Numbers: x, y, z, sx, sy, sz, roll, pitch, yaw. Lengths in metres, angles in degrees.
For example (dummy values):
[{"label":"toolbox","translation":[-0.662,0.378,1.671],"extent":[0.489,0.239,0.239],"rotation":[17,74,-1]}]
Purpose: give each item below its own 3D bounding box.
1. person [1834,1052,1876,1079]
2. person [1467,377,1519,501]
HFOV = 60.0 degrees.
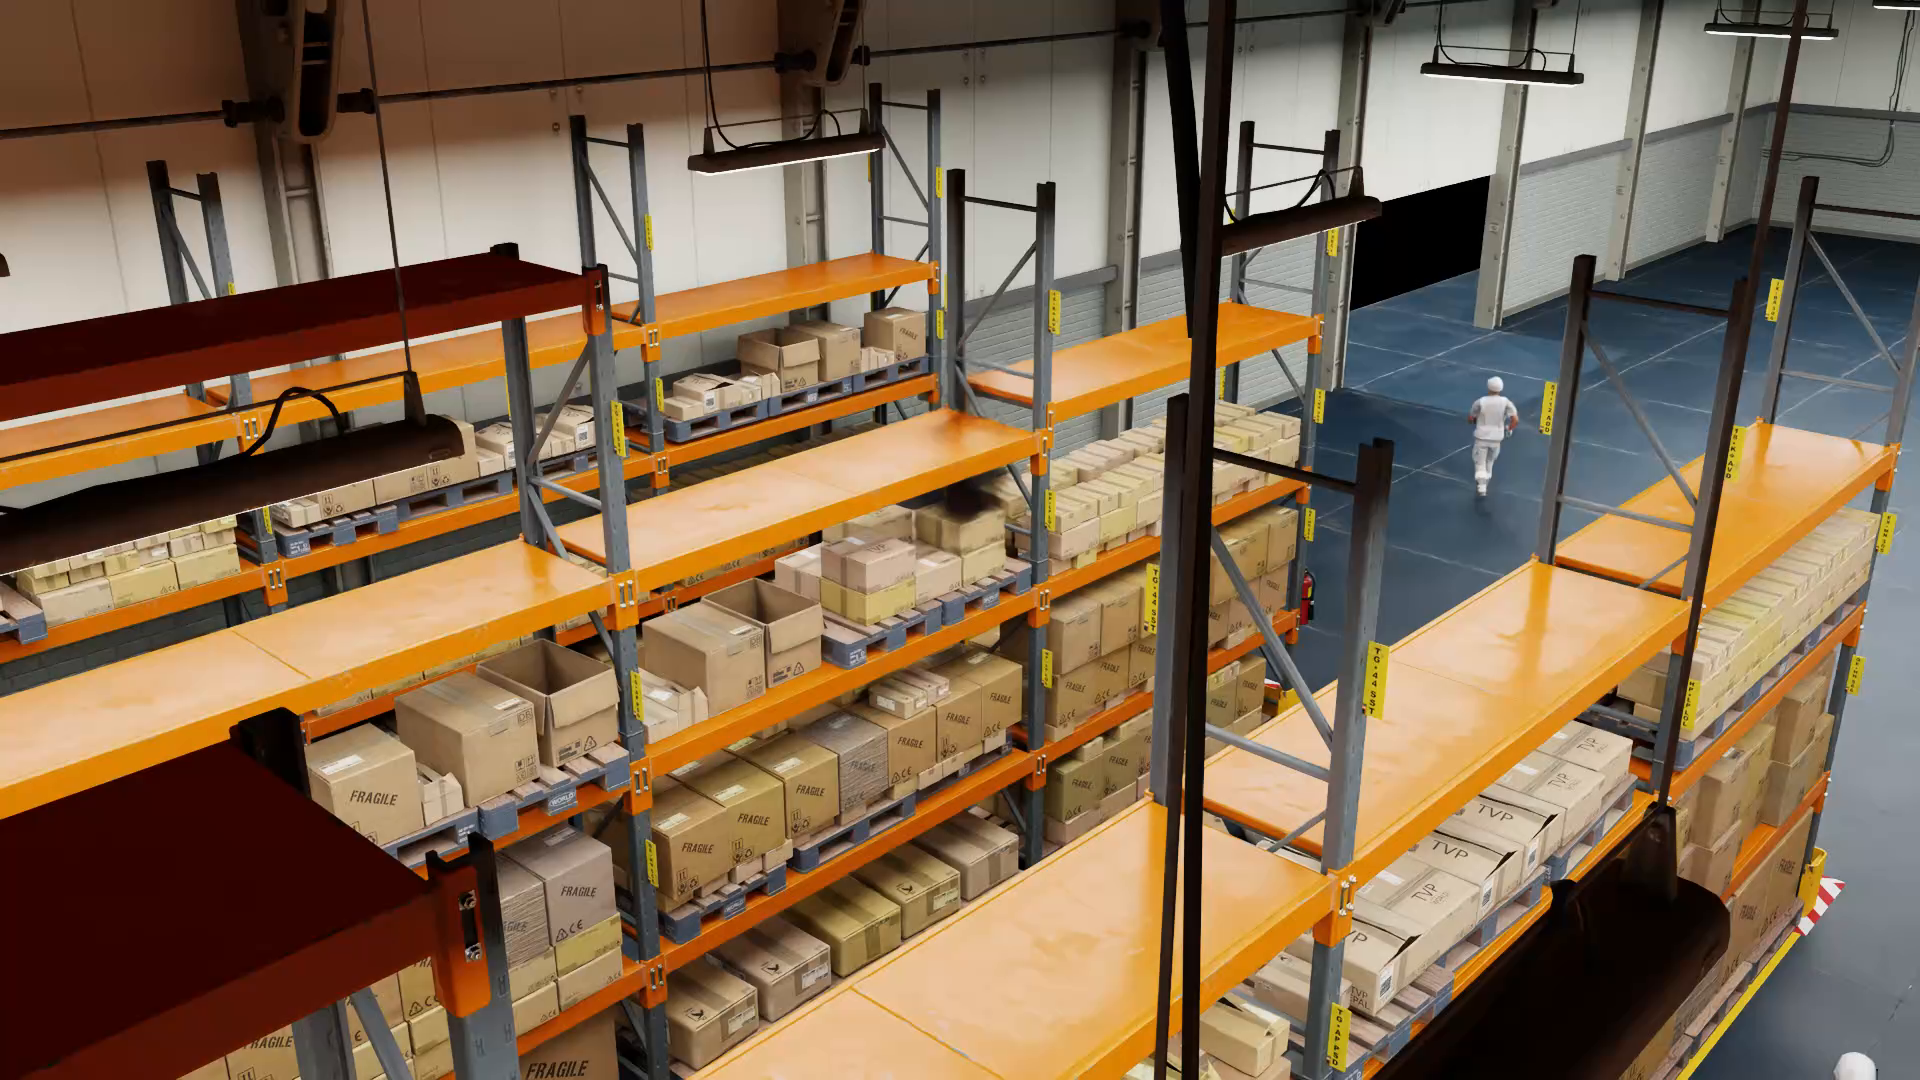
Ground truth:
[{"label":"person","translation":[5.126,3.815,9.783],"extent":[0.674,1.827,0.773],"rotation":[16,26,35]},{"label":"person","translation":[7.350,-1.391,23.110],"extent":[0.651,1.796,0.862],"rotation":[2,21,6]}]
